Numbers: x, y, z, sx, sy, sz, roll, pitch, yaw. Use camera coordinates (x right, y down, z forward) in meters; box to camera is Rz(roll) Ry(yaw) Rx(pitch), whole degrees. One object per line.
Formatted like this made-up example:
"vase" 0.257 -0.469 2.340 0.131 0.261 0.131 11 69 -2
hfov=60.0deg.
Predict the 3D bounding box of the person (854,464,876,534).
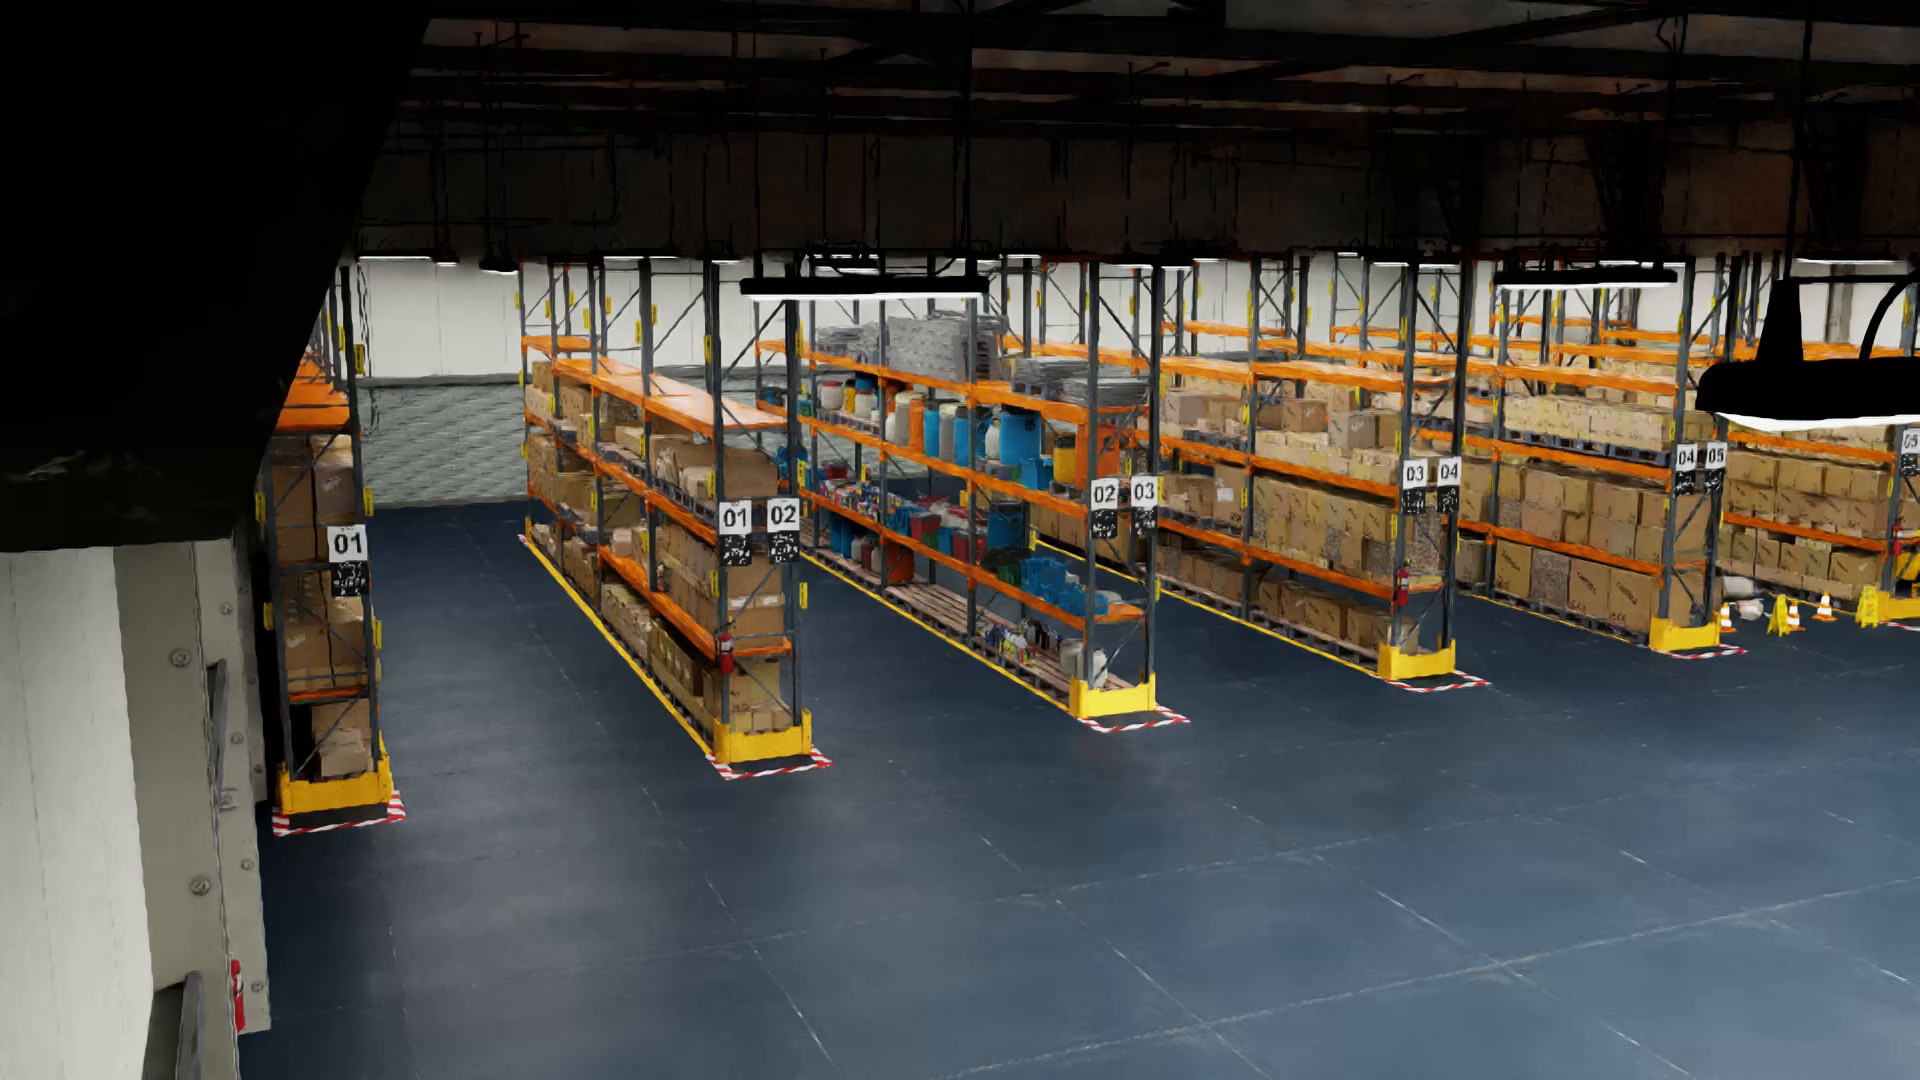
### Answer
"person" -2.001 -0.745 34.396 0.632 1.688 0.651 7 12 33

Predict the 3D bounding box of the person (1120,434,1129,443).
"person" 4.296 -2.257 42.482 0.782 1.776 0.523 8 13 36
